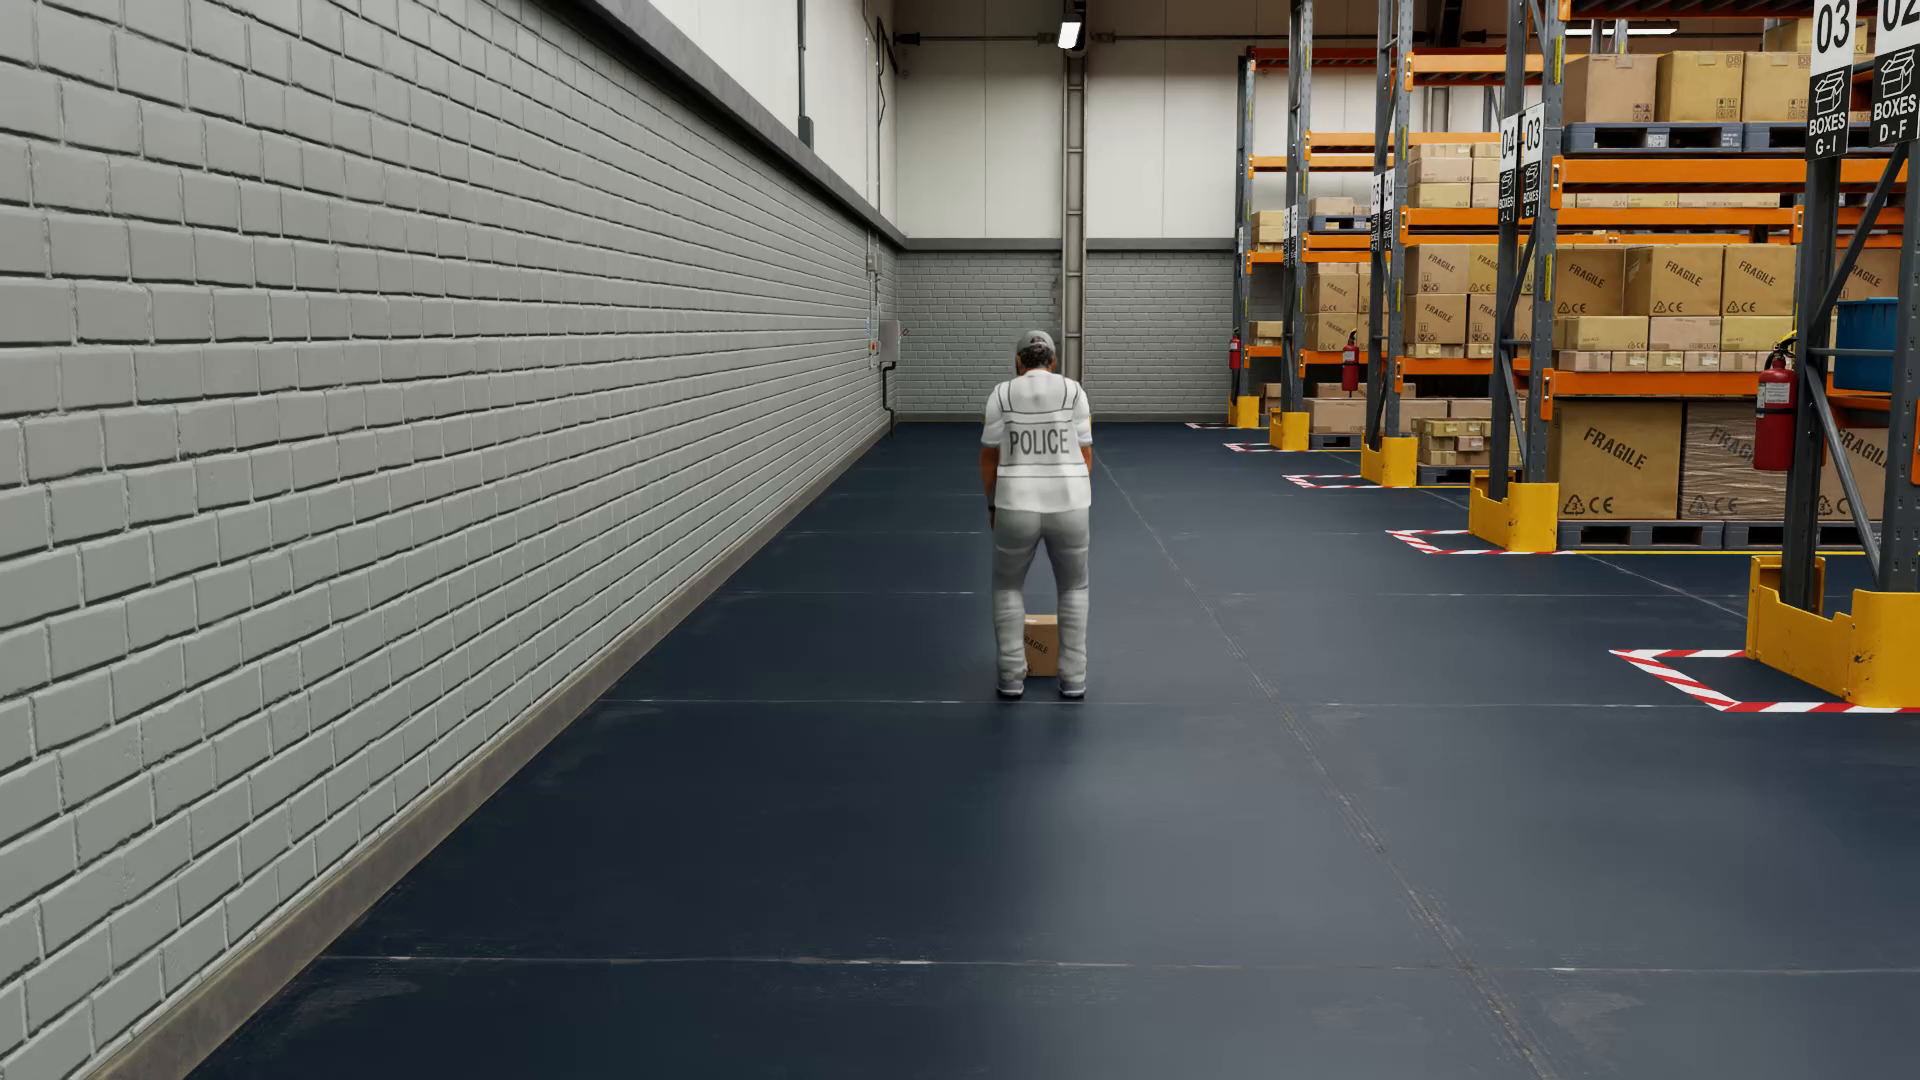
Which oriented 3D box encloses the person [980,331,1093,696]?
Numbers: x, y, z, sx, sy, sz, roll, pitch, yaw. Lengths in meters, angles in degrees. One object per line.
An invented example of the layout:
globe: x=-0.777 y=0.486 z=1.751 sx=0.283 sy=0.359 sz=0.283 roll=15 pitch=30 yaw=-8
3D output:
person: x=0.334 y=-0.110 z=7.357 sx=0.496 sy=1.619 sz=0.479 roll=0 pitch=7 yaw=3
